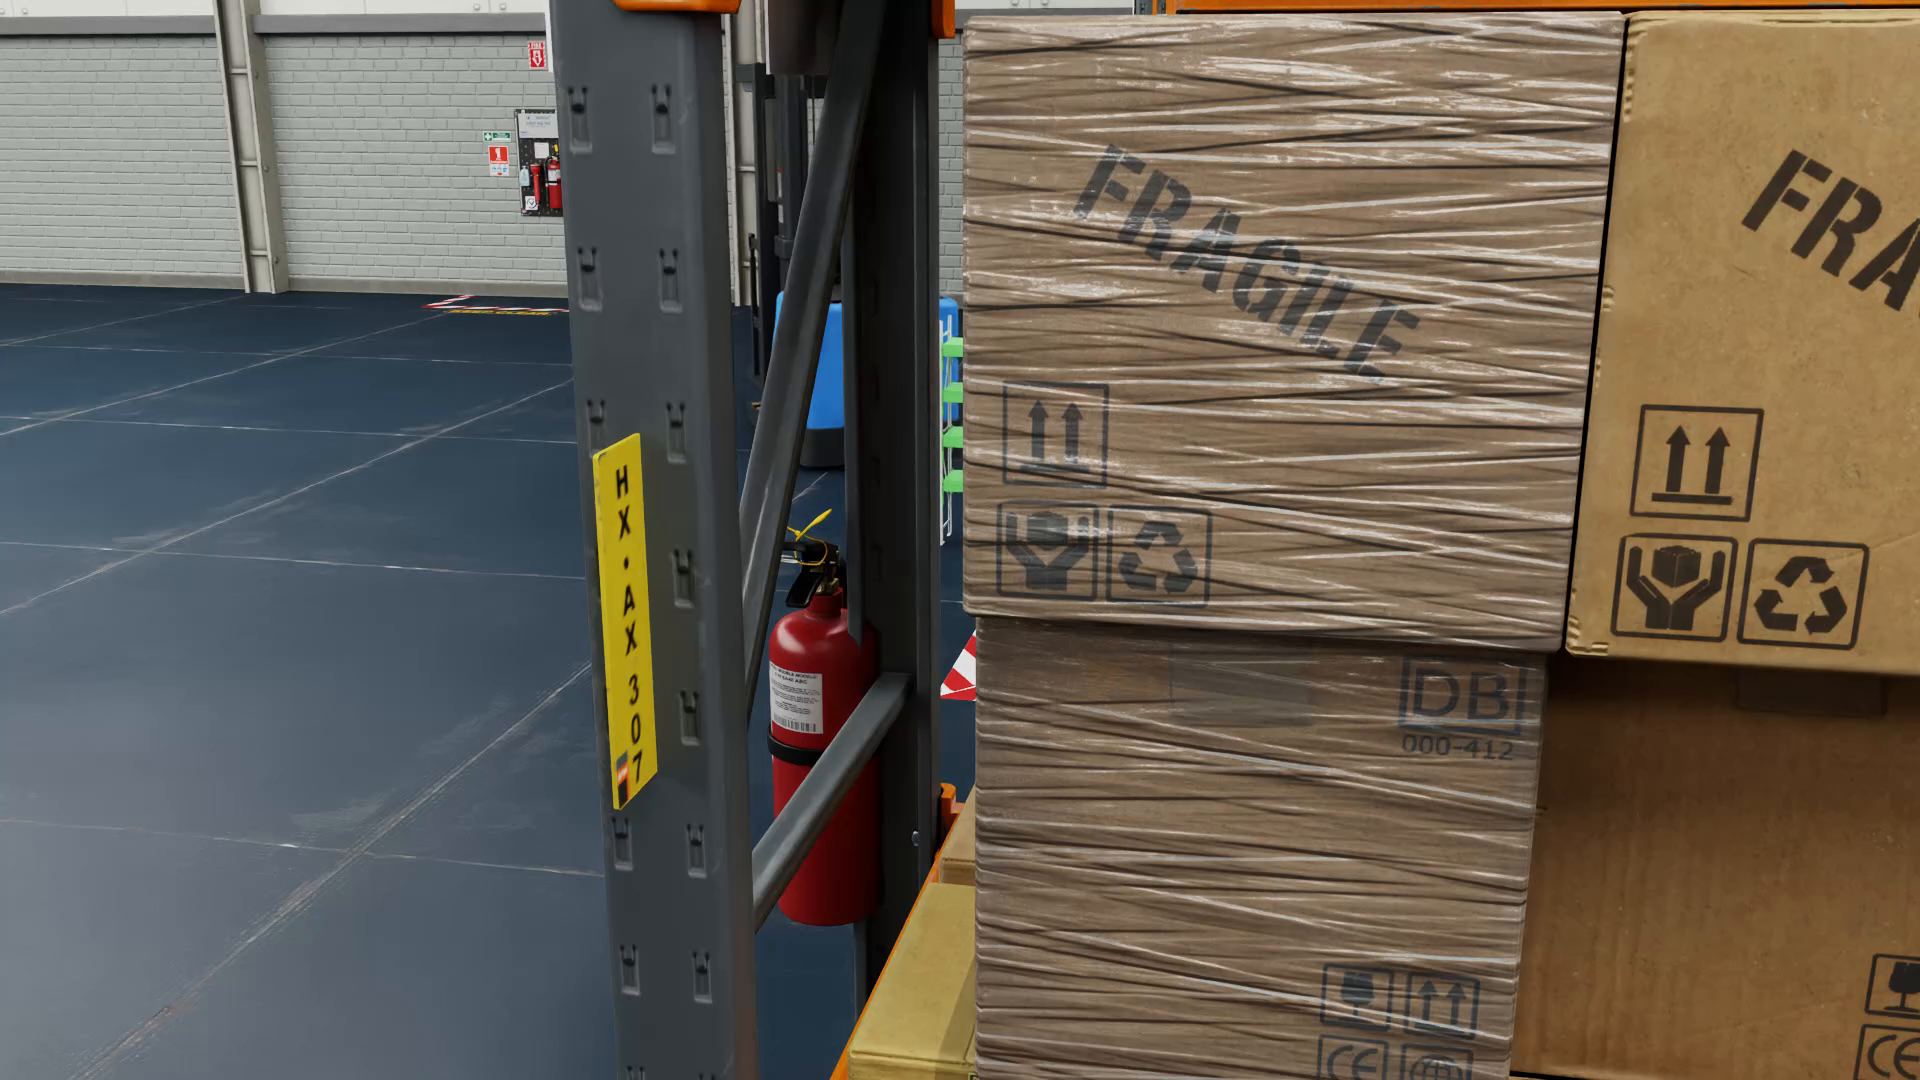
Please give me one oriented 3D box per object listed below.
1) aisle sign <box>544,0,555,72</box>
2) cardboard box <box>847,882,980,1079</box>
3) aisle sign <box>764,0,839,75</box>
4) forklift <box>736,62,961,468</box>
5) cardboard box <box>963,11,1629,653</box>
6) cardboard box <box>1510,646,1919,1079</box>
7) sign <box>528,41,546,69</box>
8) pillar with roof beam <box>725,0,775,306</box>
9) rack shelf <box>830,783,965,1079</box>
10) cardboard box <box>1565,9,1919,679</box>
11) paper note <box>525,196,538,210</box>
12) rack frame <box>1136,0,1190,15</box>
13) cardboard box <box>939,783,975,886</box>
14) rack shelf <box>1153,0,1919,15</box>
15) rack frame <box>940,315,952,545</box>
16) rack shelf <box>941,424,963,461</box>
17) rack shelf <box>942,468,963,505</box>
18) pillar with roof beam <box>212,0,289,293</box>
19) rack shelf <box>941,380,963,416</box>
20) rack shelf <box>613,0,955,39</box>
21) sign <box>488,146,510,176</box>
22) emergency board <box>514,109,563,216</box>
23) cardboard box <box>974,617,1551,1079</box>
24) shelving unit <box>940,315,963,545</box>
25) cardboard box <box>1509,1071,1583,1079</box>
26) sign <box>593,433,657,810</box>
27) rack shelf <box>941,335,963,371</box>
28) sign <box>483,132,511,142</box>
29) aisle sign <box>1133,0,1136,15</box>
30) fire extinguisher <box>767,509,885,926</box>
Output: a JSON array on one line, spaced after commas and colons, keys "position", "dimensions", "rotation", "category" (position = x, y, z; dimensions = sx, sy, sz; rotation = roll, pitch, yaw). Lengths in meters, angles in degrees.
[{"position": [-0.309, -0.830, 1.498], "dimensions": [0.004, 0.787, 0.394], "rotation": [3, 16, 11], "category": "aisle sign"}, {"position": [0.043, 0.547, 1.870], "dimensions": [0.250, 0.149, 0.380], "rotation": [3, 16, 11], "category": "cardboard box"}, {"position": [-0.190, -0.987, 2.065], "dimensions": [0.004, 0.787, 0.394], "rotation": [3, 16, 11], "category": "aisle sign"}, {"position": [-0.907, -2.217, 11.505], "dimensions": [1.130, 2.935, 3.031], "rotation": [-5, 16, -16], "category": "forklift"}, {"position": [0.296, -0.225, 1.567], "dimensions": [0.500, 0.500, 0.500], "rotation": [3, 16, 11], "category": "cardboard box"}, {"position": [0.859, 0.188, 1.949], "dimensions": [0.500, 0.500, 0.875], "rotation": [3, 16, 11], "category": "cardboard box"}, {"position": [-4.651, -5.333, 18.281], "dimensions": [0.199, 0.298, 0.001], "rotation": [3, 16, 11], "category": "sign"}, {"position": [-3.107, -5.812, 13.118], "dimensions": [0.400, 9.000, 9.100], "rotation": [3, 16, 11], "category": "pillar with roof beam"}, {"position": [1.771, 0.801, 1.828], "dimensions": [4.000, 0.370, 1.077], "rotation": [3, 16, 11], "category": "rack shelf"}, {"position": [0.784, -0.196, 1.464], "dimensions": [0.500, 0.500, 0.500], "rotation": [3, 16, 11], "category": "cardboard box"}, {"position": [-4.823, -3.792, 18.712], "dimensions": [0.142, 0.148, 0.016], "rotation": [3, 16, 11], "category": "paper note"}, {"position": [0.798, -0.948, 6.794], "dimensions": [0.127, 3.000, 1.000], "rotation": [3, 16, 11], "category": "rack frame"}, {"position": [0.132, 0.430, 2.290], "dimensions": [0.250, 0.149, 0.380], "rotation": [3, 16, 11], "category": "cardboard box"}, {"position": [2.758, -1.940, 6.105], "dimensions": [4.000, 0.370, 1.077], "rotation": [3, 16, 11], "category": "rack shelf"}, {"position": [-0.077, -0.582, 8.847], "dimensions": [0.015, 1.200, 0.240], "rotation": [3, 16, 11], "category": "rack frame"}, {"position": [0.162, -0.508, 8.817], "dimensions": [0.480, 0.148, 0.258], "rotation": [3, 16, 11], "category": "rack shelf"}, {"position": [0.162, -0.277, 8.881], "dimensions": [0.480, 0.148, 0.258], "rotation": [3, 16, 11], "category": "rack shelf"}, {"position": [-8.986, -6.132, 14.271], "dimensions": [0.400, 9.000, 9.100], "rotation": [3, 16, 11], "category": "pillar with roof beam"}, {"position": [0.162, -0.739, 8.753], "dimensions": [0.480, 0.148, 0.258], "rotation": [3, 16, 11], "category": "rack shelf"}, {"position": [1.771, -0.644, 1.428], "dimensions": [4.000, 0.370, 1.077], "rotation": [3, 16, 11], "category": "rack shelf"}, {"position": [-5.184, -4.263, 18.694], "dimensions": [0.234, 0.329, 0.001], "rotation": [3, 16, 11], "category": "sign"}, {"position": [-4.663, -4.189, 18.495], "dimensions": [0.643, 1.169, 0.194], "rotation": [3, 16, 11], "category": "emergency board"}, {"position": [0.345, 0.193, 1.932], "dimensions": [0.500, 0.500, 0.875], "rotation": [3, 16, 11], "category": "cardboard box"}, {"position": [0.162, -0.569, 8.800], "dimensions": [0.503, 1.200, 0.258], "rotation": [3, 16, 11], "category": "shelving unit"}, {"position": [0.526, 0.582, 1.742], "dimensions": [0.250, 0.149, 0.380], "rotation": [3, 16, 11], "category": "cardboard box"}, {"position": [-0.297, 0.073, 1.488], "dimensions": [0.005, 0.325, 0.100], "rotation": [3, 16, 11], "category": "sign"}, {"position": [0.162, -0.970, 8.689], "dimensions": [0.480, 0.148, 0.258], "rotation": [3, 16, 11], "category": "rack shelf"}, {"position": [-5.182, -4.515, 18.614], "dimensions": [0.331, 0.109, 0.001], "rotation": [3, 16, 11], "category": "sign"}, {"position": [0.669, -2.128, 6.184], "dimensions": [0.004, 0.787, 0.394], "rotation": [3, 16, 11], "category": "aisle sign"}, {"position": [-0.209, 0.259, 2.584], "dimensions": [0.183, 0.674, 0.296], "rotation": [3, 16, 11], "category": "fire extinguisher"}]
